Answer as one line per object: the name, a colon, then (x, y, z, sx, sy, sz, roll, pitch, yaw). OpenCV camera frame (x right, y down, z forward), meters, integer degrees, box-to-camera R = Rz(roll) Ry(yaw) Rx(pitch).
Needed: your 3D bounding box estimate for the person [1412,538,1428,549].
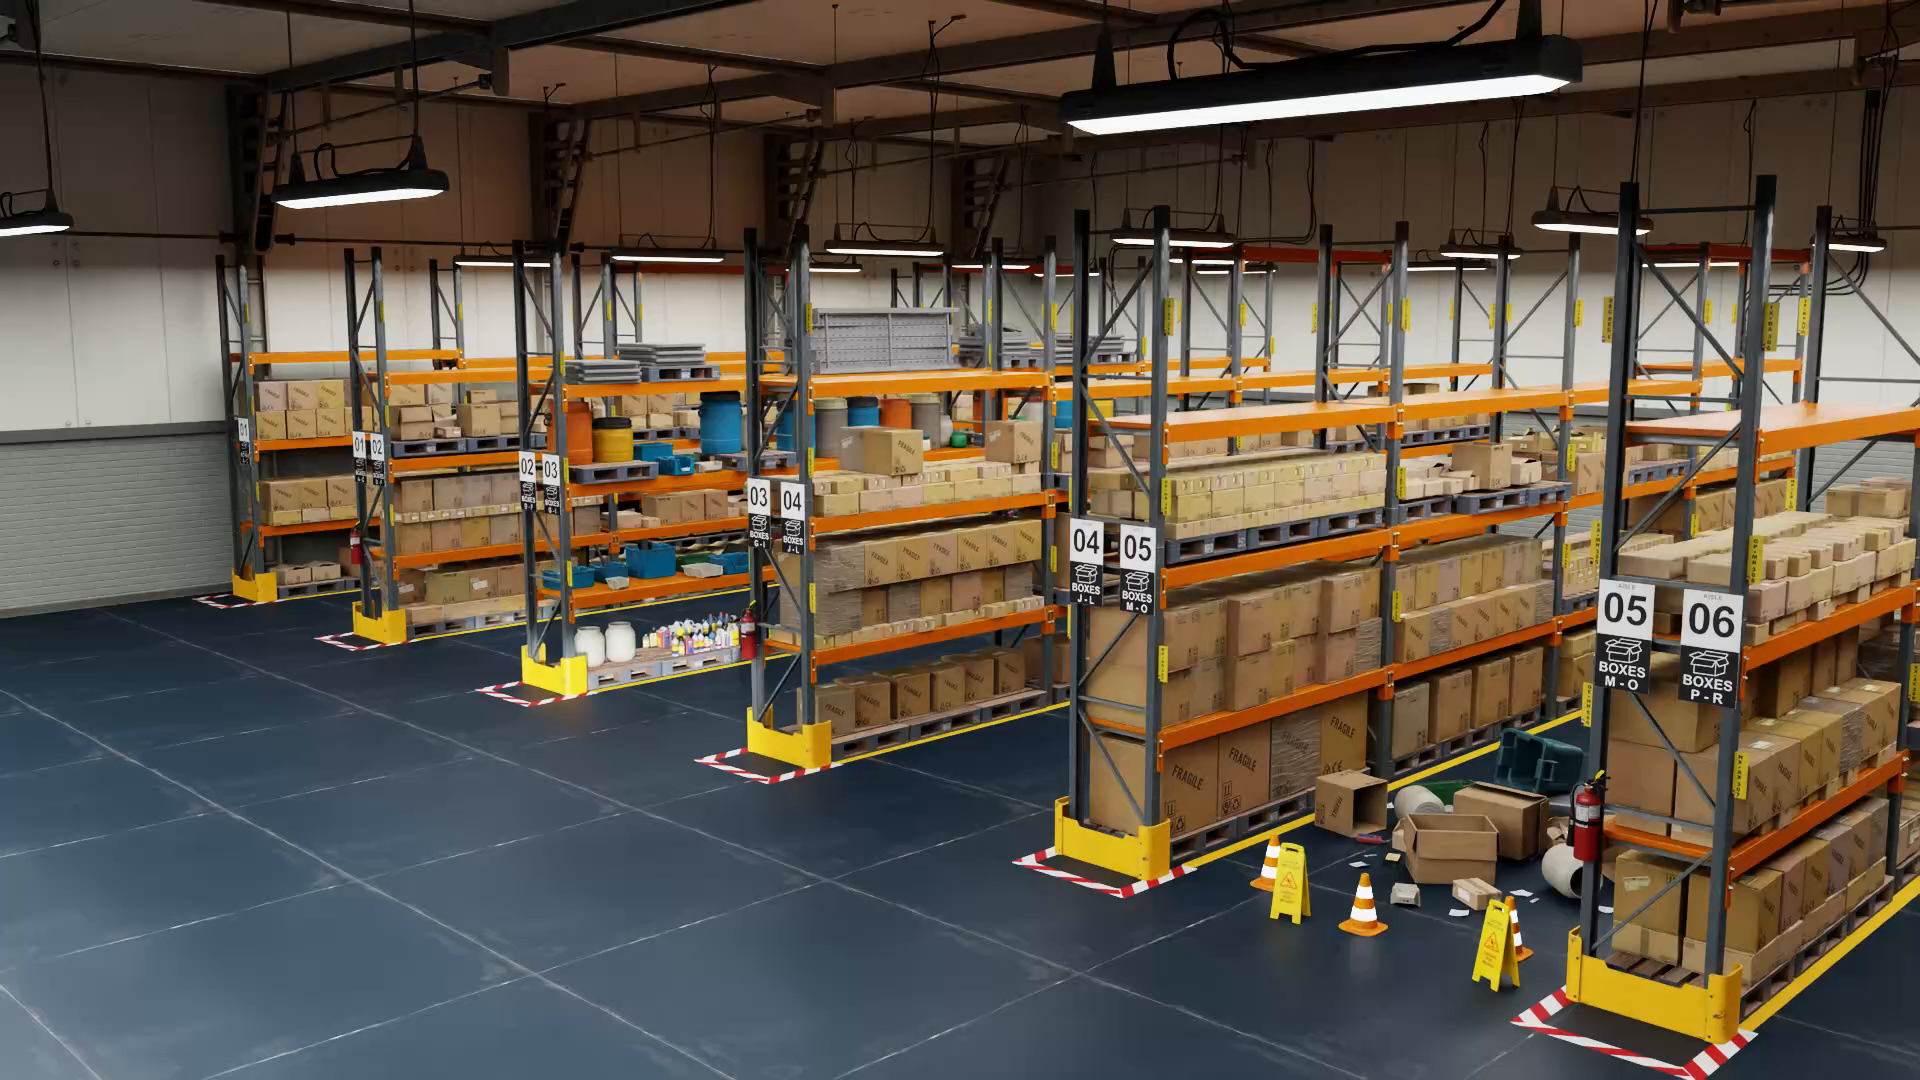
person: (7.241, 0.683, 26.107, 0.468, 1.683, 0.908, 8, 11, 44)

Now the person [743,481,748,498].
person: (-4.294, -0.694, 35.022, 0.468, 1.791, 0.564, 7, 10, 39)
